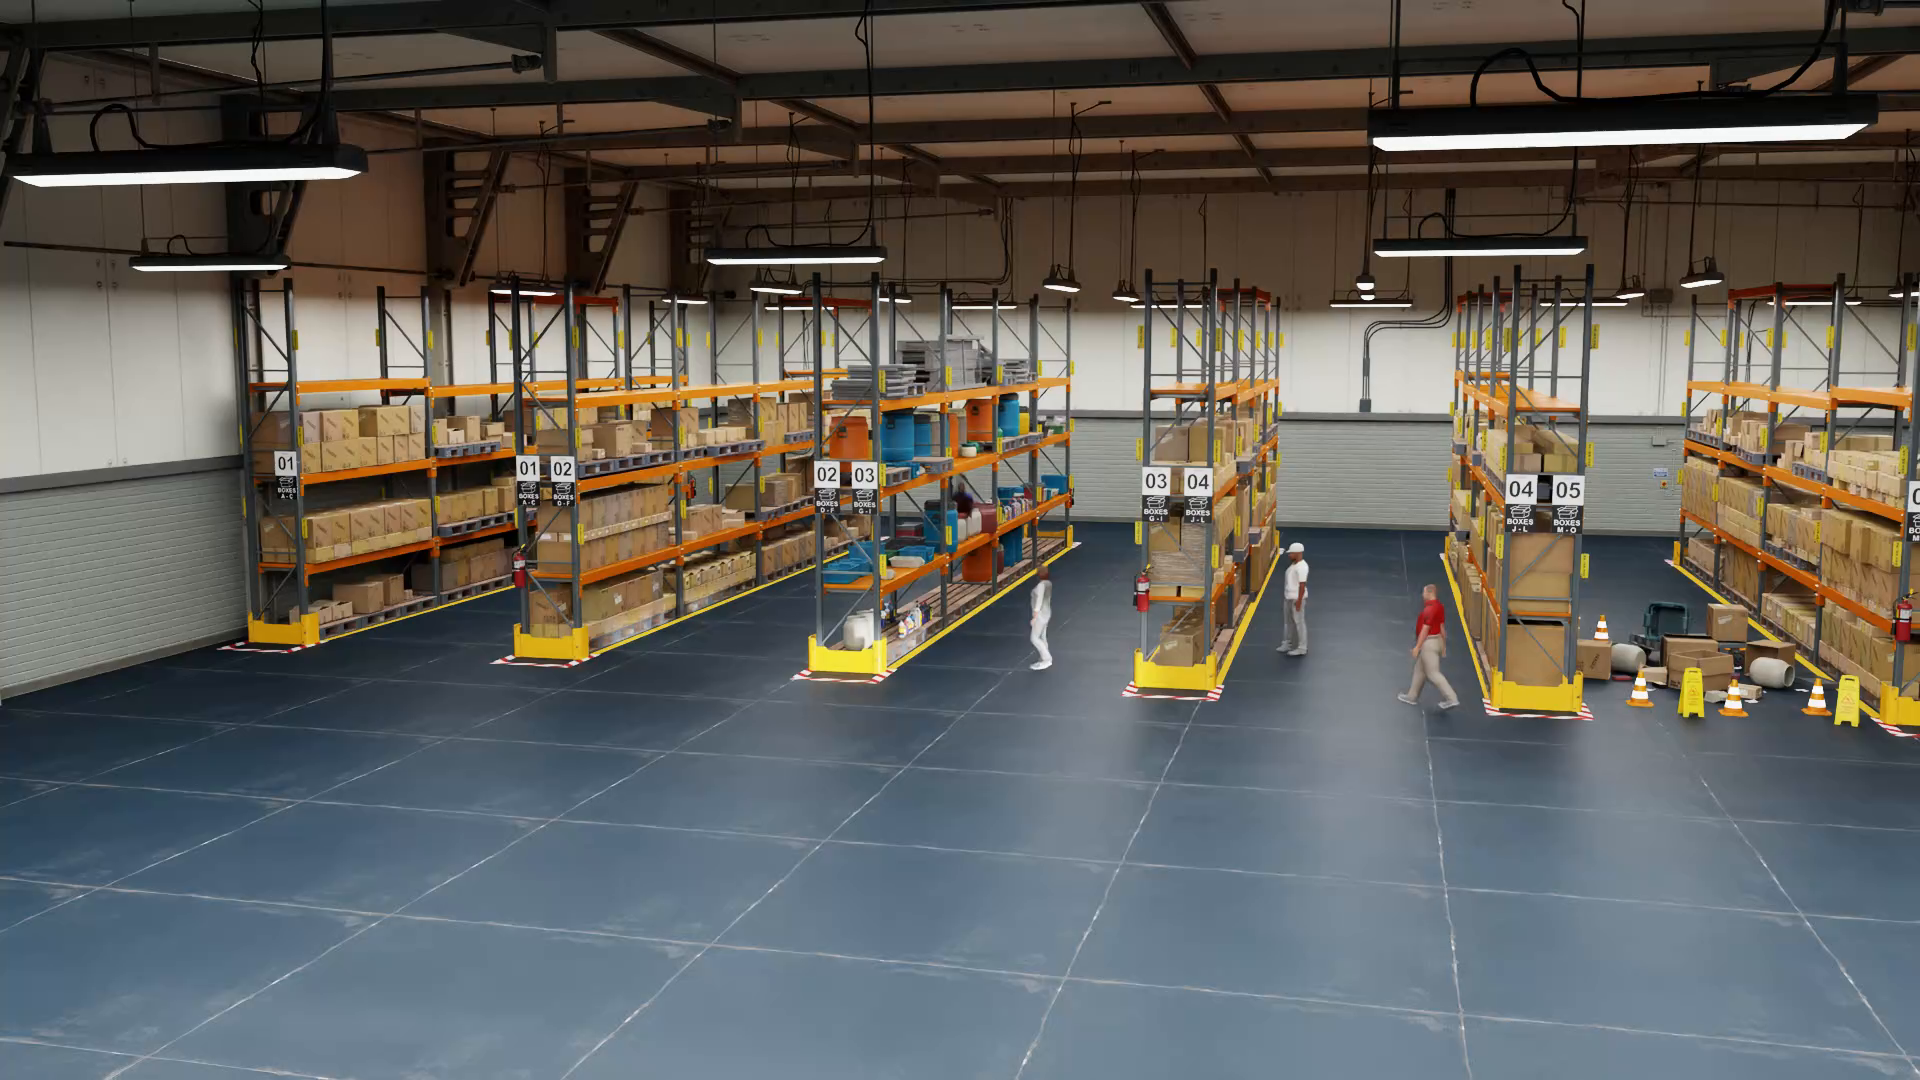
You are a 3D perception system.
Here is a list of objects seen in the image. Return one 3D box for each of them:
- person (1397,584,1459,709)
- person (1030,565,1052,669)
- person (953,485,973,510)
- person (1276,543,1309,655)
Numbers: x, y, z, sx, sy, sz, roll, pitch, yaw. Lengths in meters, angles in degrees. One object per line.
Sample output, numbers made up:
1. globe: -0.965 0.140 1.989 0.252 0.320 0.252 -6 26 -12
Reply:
1. person: 6.398 1.446 22.667 0.976 1.692 0.571 6 9 39
2. person: 1.232 1.182 25.299 0.367 1.608 0.462 1 7 10
3. person: 0.021 -0.495 38.879 0.625 1.609 1.028 2 7 16
4. person: 5.348 0.927 26.667 0.477 1.764 0.615 -2 7 -18
